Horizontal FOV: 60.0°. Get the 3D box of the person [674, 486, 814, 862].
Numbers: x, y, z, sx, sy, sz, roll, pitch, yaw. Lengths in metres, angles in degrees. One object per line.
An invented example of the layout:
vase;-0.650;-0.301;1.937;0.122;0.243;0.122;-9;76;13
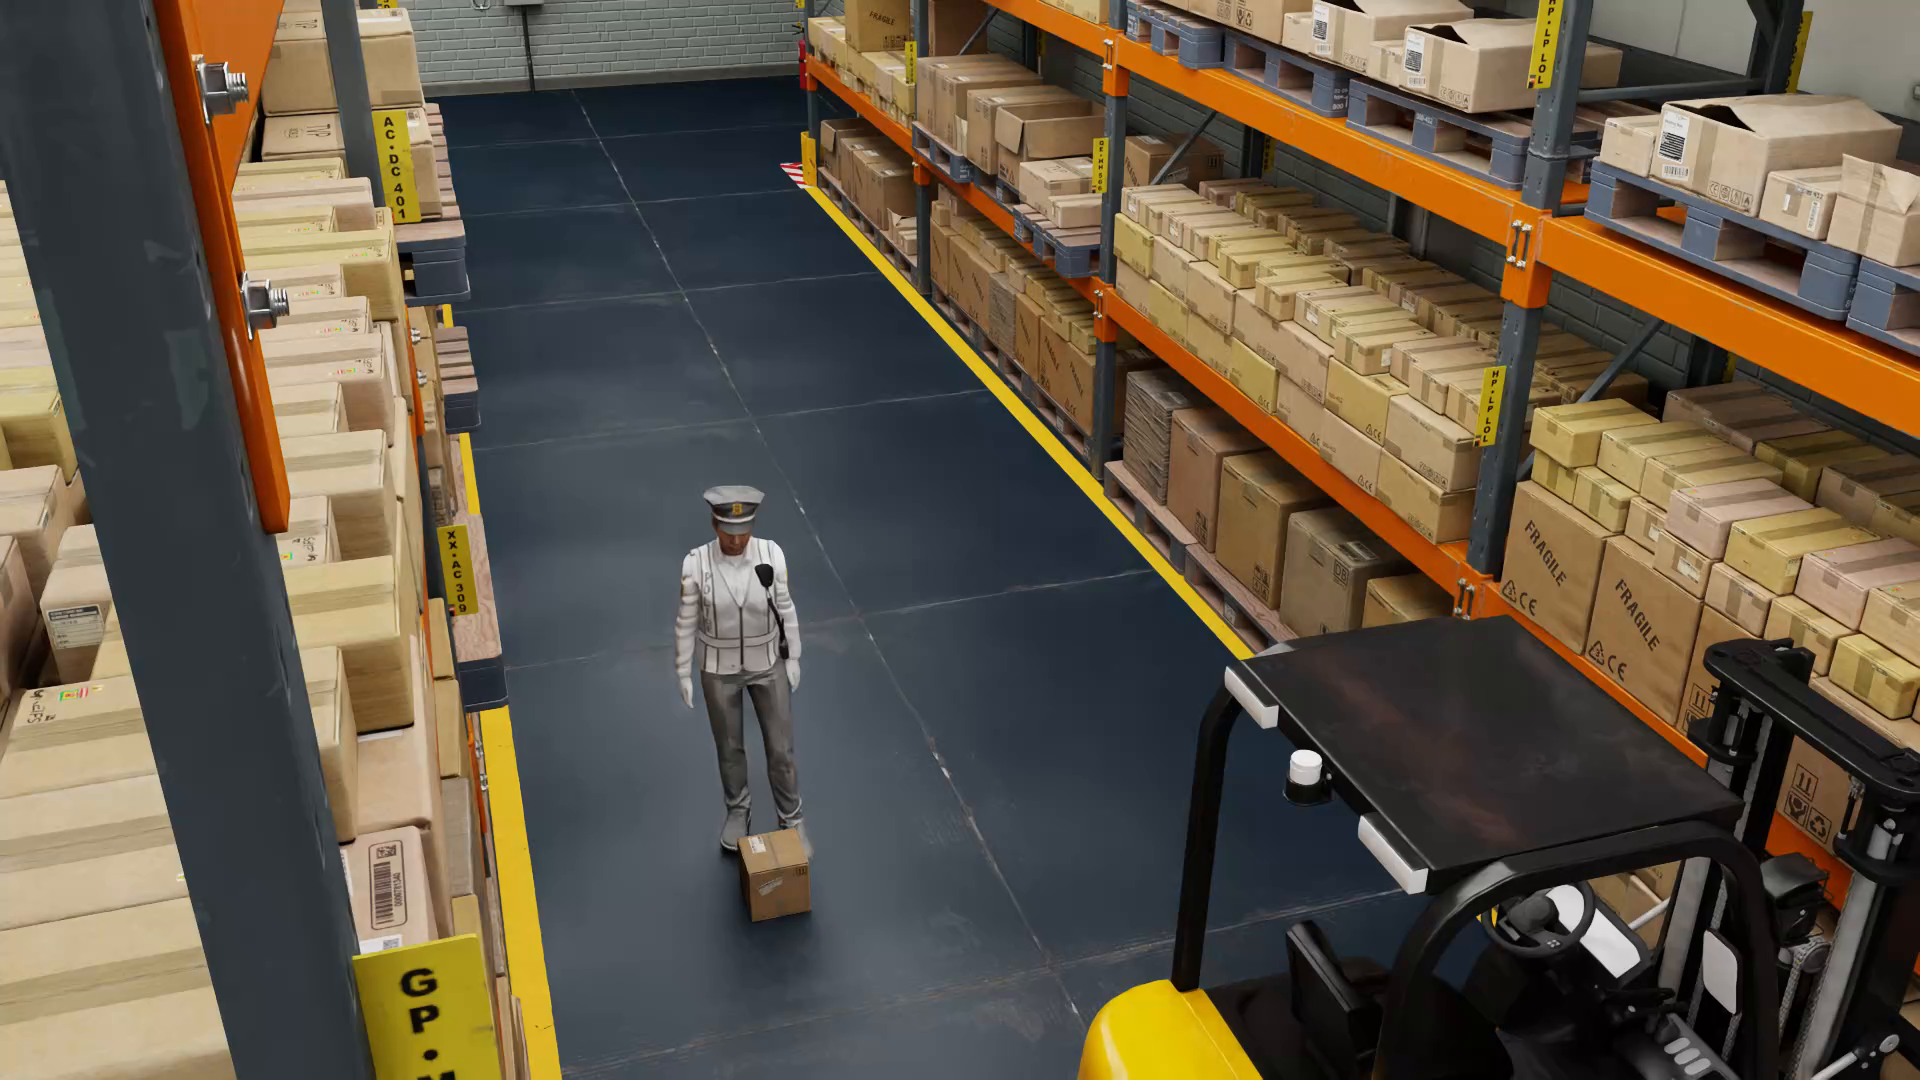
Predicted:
person;-0.915;0.583;6.946;0.537;1.694;0.443;-5;27;-10
